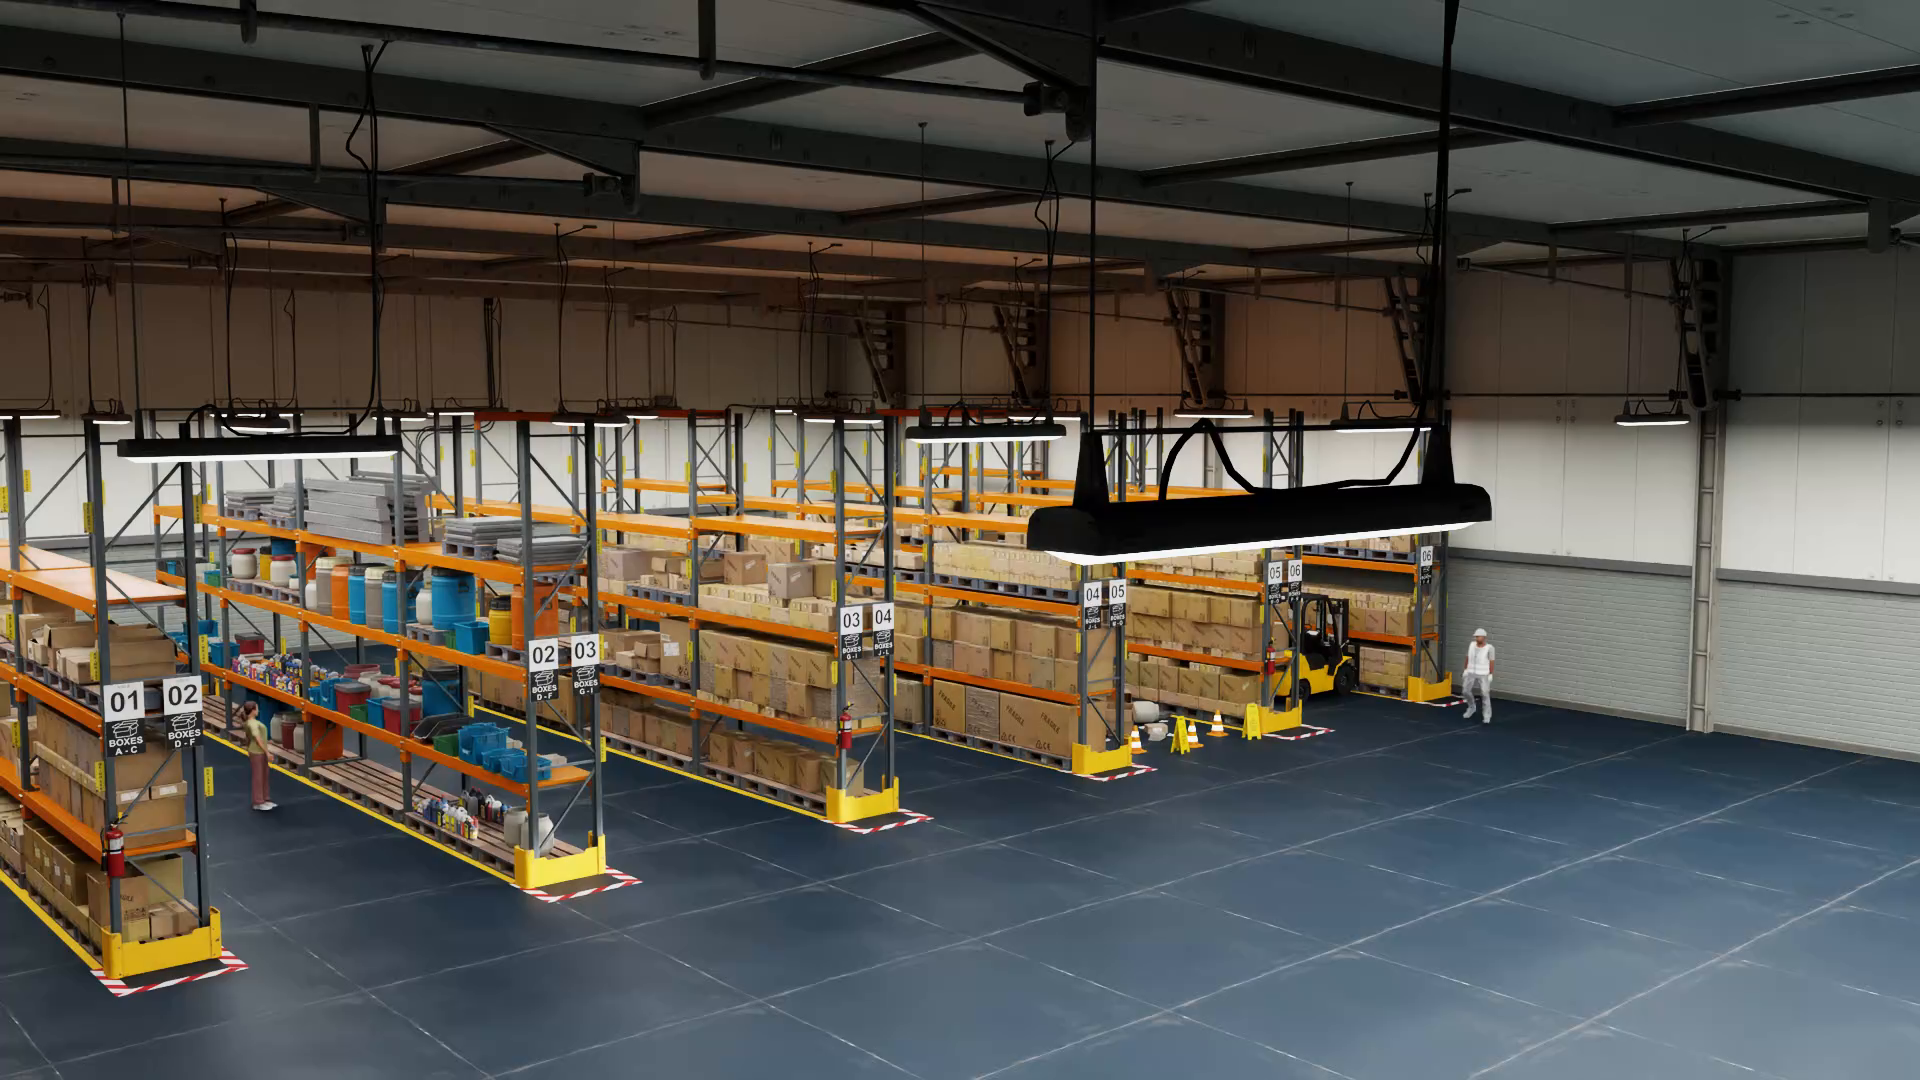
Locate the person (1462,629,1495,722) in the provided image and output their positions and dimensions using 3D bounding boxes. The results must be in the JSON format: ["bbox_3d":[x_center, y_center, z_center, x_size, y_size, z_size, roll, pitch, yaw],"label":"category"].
[{"bbox_3d":[10.036,2.597,32.181,0.596,1.791,0.456,4,6,39],"label":"person"}]

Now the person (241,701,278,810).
[{"bbox_3d":[-10.675,3.285,25.354,0.491,1.703,0.521,-1,5,-9],"label":"person"}]
